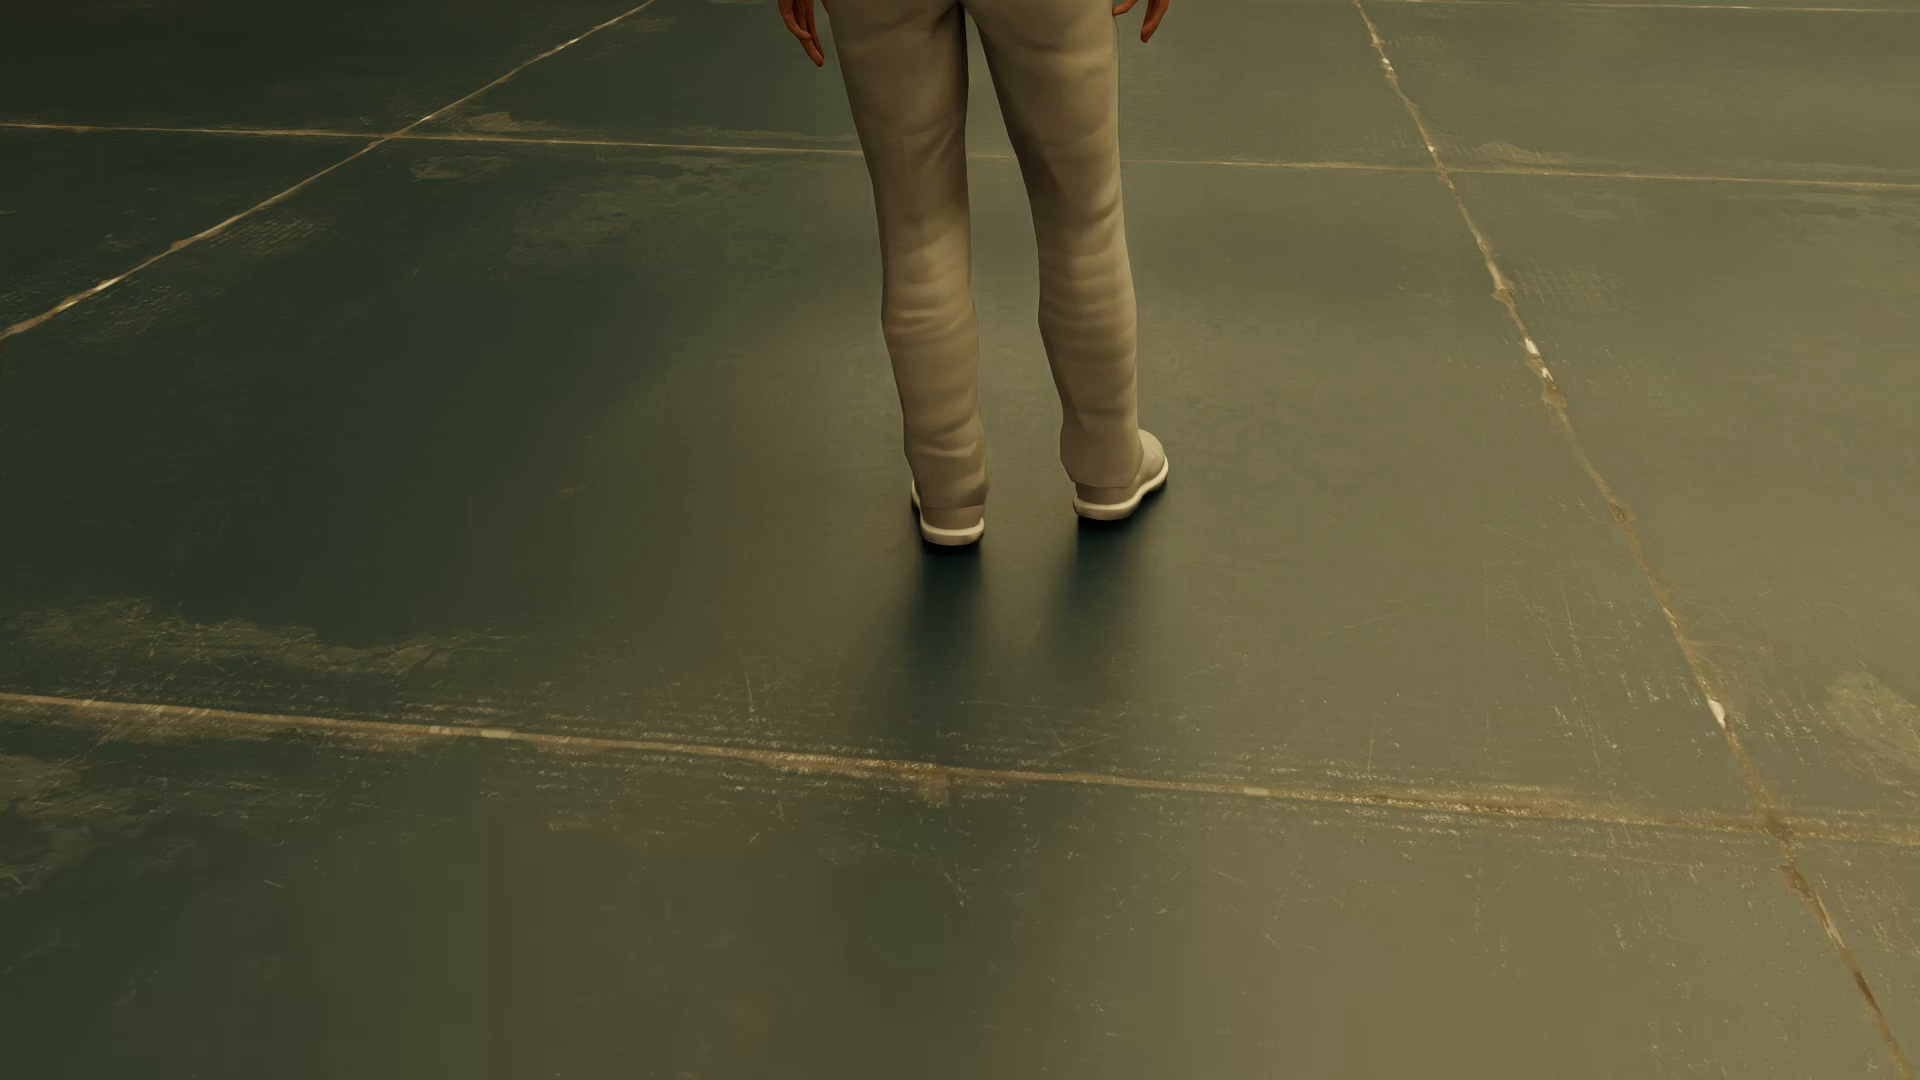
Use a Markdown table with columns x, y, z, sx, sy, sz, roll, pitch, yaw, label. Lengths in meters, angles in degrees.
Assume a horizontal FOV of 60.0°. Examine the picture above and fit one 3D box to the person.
| x | y | z | sx | sy | sz | roll | pitch | yaw | label |
| --- | --- | --- | --- | --- | --- | --- | --- | --- | --- |
| 0.030 | -0.796 | 2.182 | 0.569 | 1.695 | 0.530 | 3 | 27 | 7 | person |
